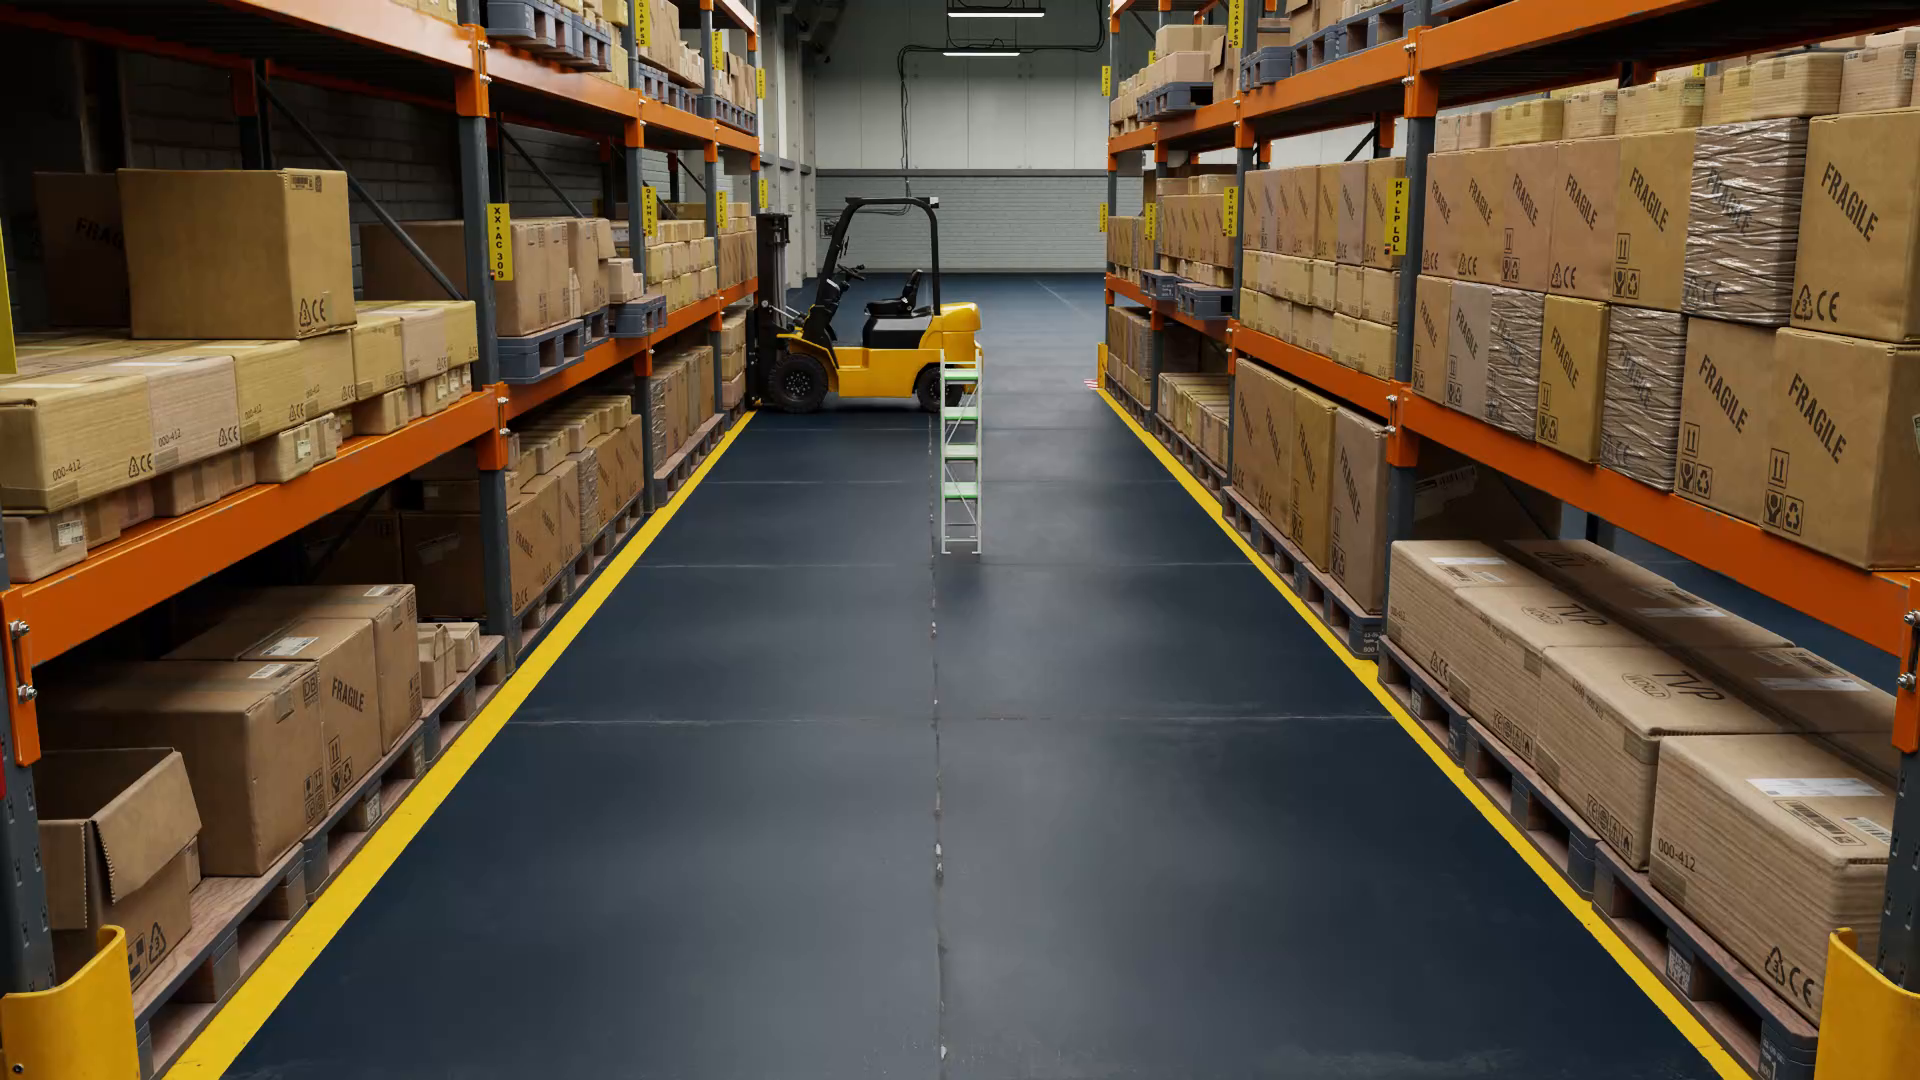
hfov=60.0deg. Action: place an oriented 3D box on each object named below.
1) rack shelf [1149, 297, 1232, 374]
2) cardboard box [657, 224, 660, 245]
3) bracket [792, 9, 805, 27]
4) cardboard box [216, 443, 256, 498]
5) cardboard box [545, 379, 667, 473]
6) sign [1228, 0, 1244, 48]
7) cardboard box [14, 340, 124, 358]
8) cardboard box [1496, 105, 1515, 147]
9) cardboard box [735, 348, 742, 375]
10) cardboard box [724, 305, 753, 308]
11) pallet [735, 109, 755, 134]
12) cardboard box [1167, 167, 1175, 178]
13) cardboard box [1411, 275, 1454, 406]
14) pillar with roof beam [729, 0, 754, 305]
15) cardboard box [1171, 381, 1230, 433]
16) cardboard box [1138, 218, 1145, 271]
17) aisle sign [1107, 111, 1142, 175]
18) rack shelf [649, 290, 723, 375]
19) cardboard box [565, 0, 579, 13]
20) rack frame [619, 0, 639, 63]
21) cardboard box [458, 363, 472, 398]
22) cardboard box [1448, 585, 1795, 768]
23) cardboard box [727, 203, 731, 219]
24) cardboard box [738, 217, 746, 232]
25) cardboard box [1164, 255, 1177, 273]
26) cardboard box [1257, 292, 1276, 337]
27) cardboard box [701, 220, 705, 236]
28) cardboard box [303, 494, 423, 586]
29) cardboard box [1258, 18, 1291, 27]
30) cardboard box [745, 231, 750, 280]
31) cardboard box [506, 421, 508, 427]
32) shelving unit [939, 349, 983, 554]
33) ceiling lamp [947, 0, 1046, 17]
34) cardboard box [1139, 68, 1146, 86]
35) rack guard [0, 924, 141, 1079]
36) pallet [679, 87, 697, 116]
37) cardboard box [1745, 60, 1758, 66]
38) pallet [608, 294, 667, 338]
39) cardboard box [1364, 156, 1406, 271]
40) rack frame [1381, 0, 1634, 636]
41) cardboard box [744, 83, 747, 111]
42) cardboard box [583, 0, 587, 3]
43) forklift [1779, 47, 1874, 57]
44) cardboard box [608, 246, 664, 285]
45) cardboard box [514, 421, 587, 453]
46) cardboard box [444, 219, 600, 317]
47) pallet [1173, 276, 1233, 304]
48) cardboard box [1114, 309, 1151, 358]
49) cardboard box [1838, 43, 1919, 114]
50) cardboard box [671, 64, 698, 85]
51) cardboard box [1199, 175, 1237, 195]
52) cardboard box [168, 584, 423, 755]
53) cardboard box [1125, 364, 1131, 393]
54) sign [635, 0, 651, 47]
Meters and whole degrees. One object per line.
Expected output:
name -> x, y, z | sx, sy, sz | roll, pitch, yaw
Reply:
rack shelf -> 2.313, -1.715, 13.280 | 1.077, 0.370, 4.000 | 0, 11, -1
cardboard box -> -2.359, -2.185, 11.901 | 0.380, 0.149, 0.250 | 0, 11, 0
bracket -> -3.740, -11.979, 37.920 | 0.076, 0.066, 4.783 | 0, 11, -1
cardboard box -> -2.223, -0.208, 4.672 | 0.380, 0.149, 0.250 | 0, 11, 0
cardboard box -> -2.608, -0.815, 11.950 | 0.875, 0.625, 0.625 | 0, 11, 1
sign -> 1.811, -3.392, 10.890 | 0.100, 0.325, 0.005 | 0, 11, -1
cardboard box -> -2.733, -0.423, 4.727 | 0.500, 0.250, 0.500 | 0, 11, 1
cardboard box -> 2.196, -1.517, 6.095 | 0.380, 0.149, 0.250 | 0, 11, -2
cardboard box -> -2.405, -1.745, 16.219 | 0.500, 0.250, 0.500 | 0, 11, -1
cardboard box -> -2.453, -2.498, 18.670 | 0.500, 0.250, 0.500 | 0, 11, 1
pallet -> -2.785, -4.526, 18.000 | 1.003, 0.211, 1.213 | 0, 11, -1
cardboard box -> 2.405, -3.543, 16.967 | 0.700, 0.500, 0.500 | 0, 11, -2
cardboard box -> 2.184, -0.830, 6.854 | 0.500, 0.500, 0.500 | 0, 11, 1
pillar with roof beam -> 0.395, -8.441, 29.531 | 9.100, 9.000, 0.400 | 0, 11, -1
cardboard box -> 2.303, -1.136, 14.169 | 0.950, 0.372, 0.625 | 0, 11, 2
cardboard box -> 1.996, -2.850, 16.063 | 0.500, 0.500, 0.500 | 0, 11, 1
aisle sign -> 1.877, -4.546, 18.883 | 0.394, 0.787, 0.004 | 0, 11, -1
rack shelf -> -2.650, -1.694, 13.175 | 1.077, 0.370, 4.000 | 0, 11, -1
cardboard box -> -2.154, -2.770, 8.450 | 0.380, 0.149, 0.250 | 0, 11, 0
rack frame -> -2.609, -4.589, 10.548 | 1.000, 3.000, 0.127 | 0, 11, -1
cardboard box -> -2.267, -0.669, 6.943 | 0.380, 0.149, 0.250 | 0, 11, 0
cardboard box -> 2.361, 0.478, 6.048 | 0.875, 0.438, 0.875 | -1, 11, -3
cardboard box -> -2.414, -3.176, 16.036 | 0.380, 0.149, 0.250 | 0, 11, 0
cardboard box -> -2.436, -3.284, 17.318 | 0.380, 0.149, 0.250 | 0, 11, -1
cardboard box -> 1.963, -2.387, 14.358 | 0.380, 0.149, 0.250 | 0, 11, 0
cardboard box -> 2.141, -1.397, 10.276 | 0.500, 0.250, 0.500 | -1, 11, -3
cardboard box -> -2.462, -2.744, 14.659 | 0.380, 0.149, 0.250 | 0, 11, 1
cardboard box -> -2.832, 0.069, 7.907 | 0.500, 0.500, 0.500 | 0, 11, -1
cardboard box -> 2.454, -3.995, 13.228 | 0.500, 0.250, 0.500 | 0, 11, 0
cardboard box -> -2.489, -2.987, 17.485 | 0.500, 0.500, 0.500 | 0, 11, -2
cardboard box -> -2.933, -0.687, 9.998 | 0.380, 0.149, 0.250 | -1, 11, -4
shelving unit -> 0.003, -0.555, 10.278 | 0.258, 1.200, 0.503 | 0, 11, -1
ceiling lamp -> 0.736, -12.302, 33.884 | 2.000, 3.185, 0.800 | 0, 11, -1
cardboard box -> 1.912, -4.420, 15.883 | 0.380, 0.149, 0.250 | 0, 11, 1
rack guard -> -2.445, 1.151, 3.629 | 1.175, 0.500, 0.348 | 0, 11, -1
pallet -> -2.660, -3.645, 13.920 | 0.805, 0.209, 1.217 | -1, 11, -3
cardboard box -> 6.981, -4.044, 14.434 | 0.258, 0.266, 0.396 | 0, 11, -2
pallet -> -2.524, -1.421, 10.501 | 1.213, 0.211, 1.003 | 0, 11, -1
cardboard box -> 2.176, -1.502, 7.652 | 0.500, 0.500, 0.500 | 0, 11, 1
rack frame -> 2.437, -0.875, 7.329 | 1.000, 3.000, 0.127 | 0, 11, -1
cardboard box -> -2.448, -4.685, 17.592 | 0.396, 0.266, 0.258 | 0, 11, -1
cardboard box -> -2.279, -3.062, 9.189 | 0.380, 0.149, 0.250 | 0, 11, -1
forklift -> 5.018, -1.383, 10.005 | 1.130, 2.935, 3.031 | 0, 11, 2
cardboard box -> -2.349, -1.910, 11.550 | 0.500, 0.250, 0.500 | 0, 11, -1
cardboard box -> -2.346, -0.587, 9.508 | 0.380, 0.149, 0.250 | -1, 11, -4
cardboard box -> -2.339, -1.465, 8.928 | 0.700, 0.500, 0.500 | 0, 11, -1
pallet -> 2.272, -1.970, 13.206 | 1.003, 0.211, 1.213 | 0, 11, -1
cardboard box -> 1.945, -2.216, 17.913 | 0.500, 0.500, 0.500 | -1, 11, -3
cardboard box -> 2.282, -1.058, 3.832 | 0.380, 0.149, 0.250 | 0, 11, 0
cardboard box -> -2.365, -3.829, 13.667 | 0.380, 0.149, 0.250 | 0, 11, -1
cardboard box -> 2.038, -2.713, 12.700 | 0.380, 0.149, 0.250 | -1, 11, -4
cardboard box -> -2.361, 0.462, 5.969 | 0.700, 0.500, 0.500 | -1, 11, -3
cardboard box -> 1.963, -1.647, 16.993 | 0.500, 0.250, 0.500 | 0, 11, 0
sign -> -2.066, -3.375, 10.804 | 0.100, 0.325, 0.005 | 0, 11, -1
